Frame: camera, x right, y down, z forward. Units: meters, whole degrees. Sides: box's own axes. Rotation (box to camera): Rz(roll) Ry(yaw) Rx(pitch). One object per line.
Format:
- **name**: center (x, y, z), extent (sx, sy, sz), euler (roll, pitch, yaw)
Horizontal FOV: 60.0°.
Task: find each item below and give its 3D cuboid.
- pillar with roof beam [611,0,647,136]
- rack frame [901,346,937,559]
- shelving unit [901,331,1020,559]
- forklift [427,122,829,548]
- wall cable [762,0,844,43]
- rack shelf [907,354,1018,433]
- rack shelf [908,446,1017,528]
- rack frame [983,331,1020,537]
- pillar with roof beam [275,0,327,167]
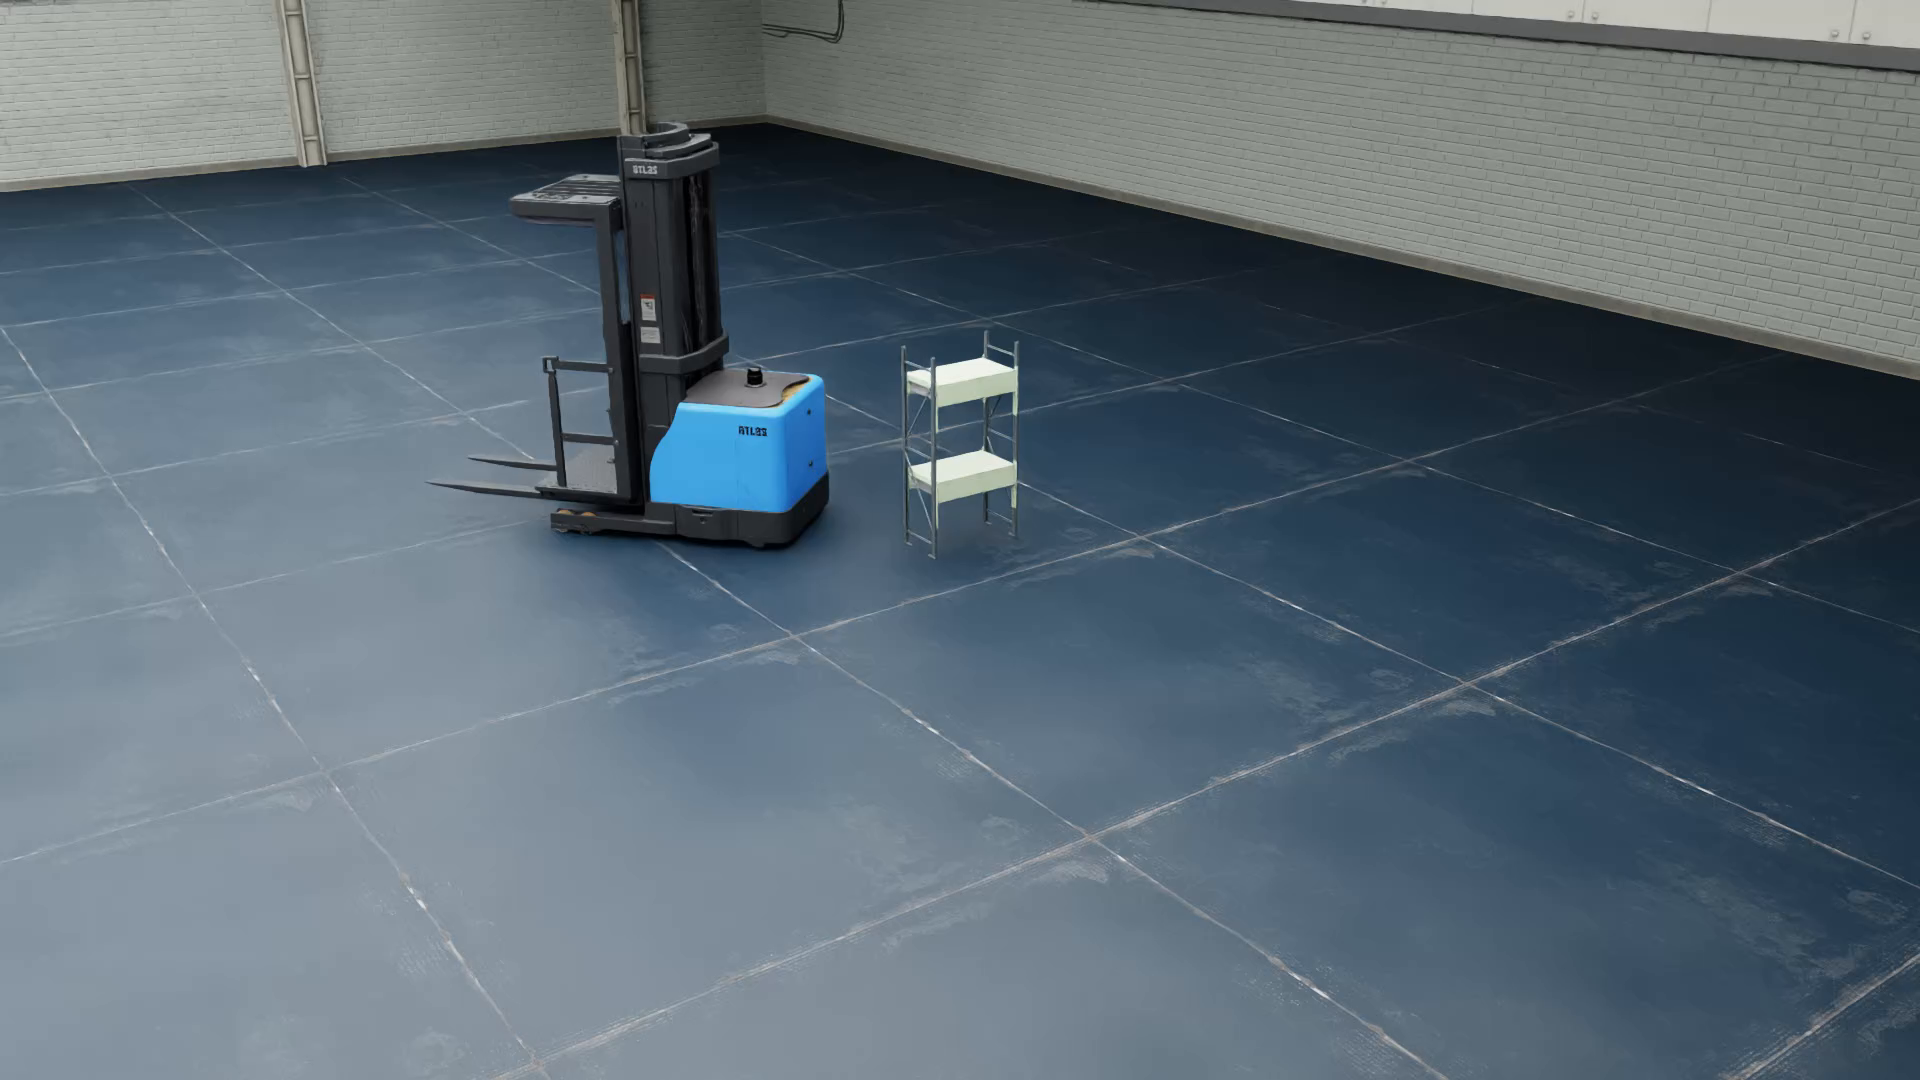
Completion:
- **pillar with roof beam**: center (-3.714, -10.619, 26.866), extent (0.400, 9.000, 9.100), euler (-15, 26, -33)
- **rack frame**: center (-0.292, -0.619, 11.924), extent (0.023, 1.500, 0.400), euler (-15, 26, -33)
- **shelving unit**: center (0.005, -0.698, 12.122), extent (0.755, 1.500, 0.431), euler (-15, 26, -33)
- **forklift**: center (-2.595, -1.585, 12.414), extent (3.031, 2.935, 1.130), euler (5, 22, 13)
- **wall cable**: center (-3.065, -10.712, 31.288), extent (0.112, 2.526, 3.097), euler (-15, 26, -33)
- **rack shelf**: center (0.005, -1.061, 11.977), extent (0.720, 0.370, 0.431), euler (-15, 26, -33)
- **rack shelf**: center (0.005, -0.395, 12.243), extent (0.720, 0.370, 0.431), euler (-15, 26, -33)
- **rack frame**: center (0.303, -0.777, 12.321), extent (0.023, 1.500, 0.400), euler (-15, 26, -33)
- **pillar with roof beam**: center (-8.585, -9.320, 23.611), extent (0.400, 9.000, 9.100), euler (-15, 26, -33)
